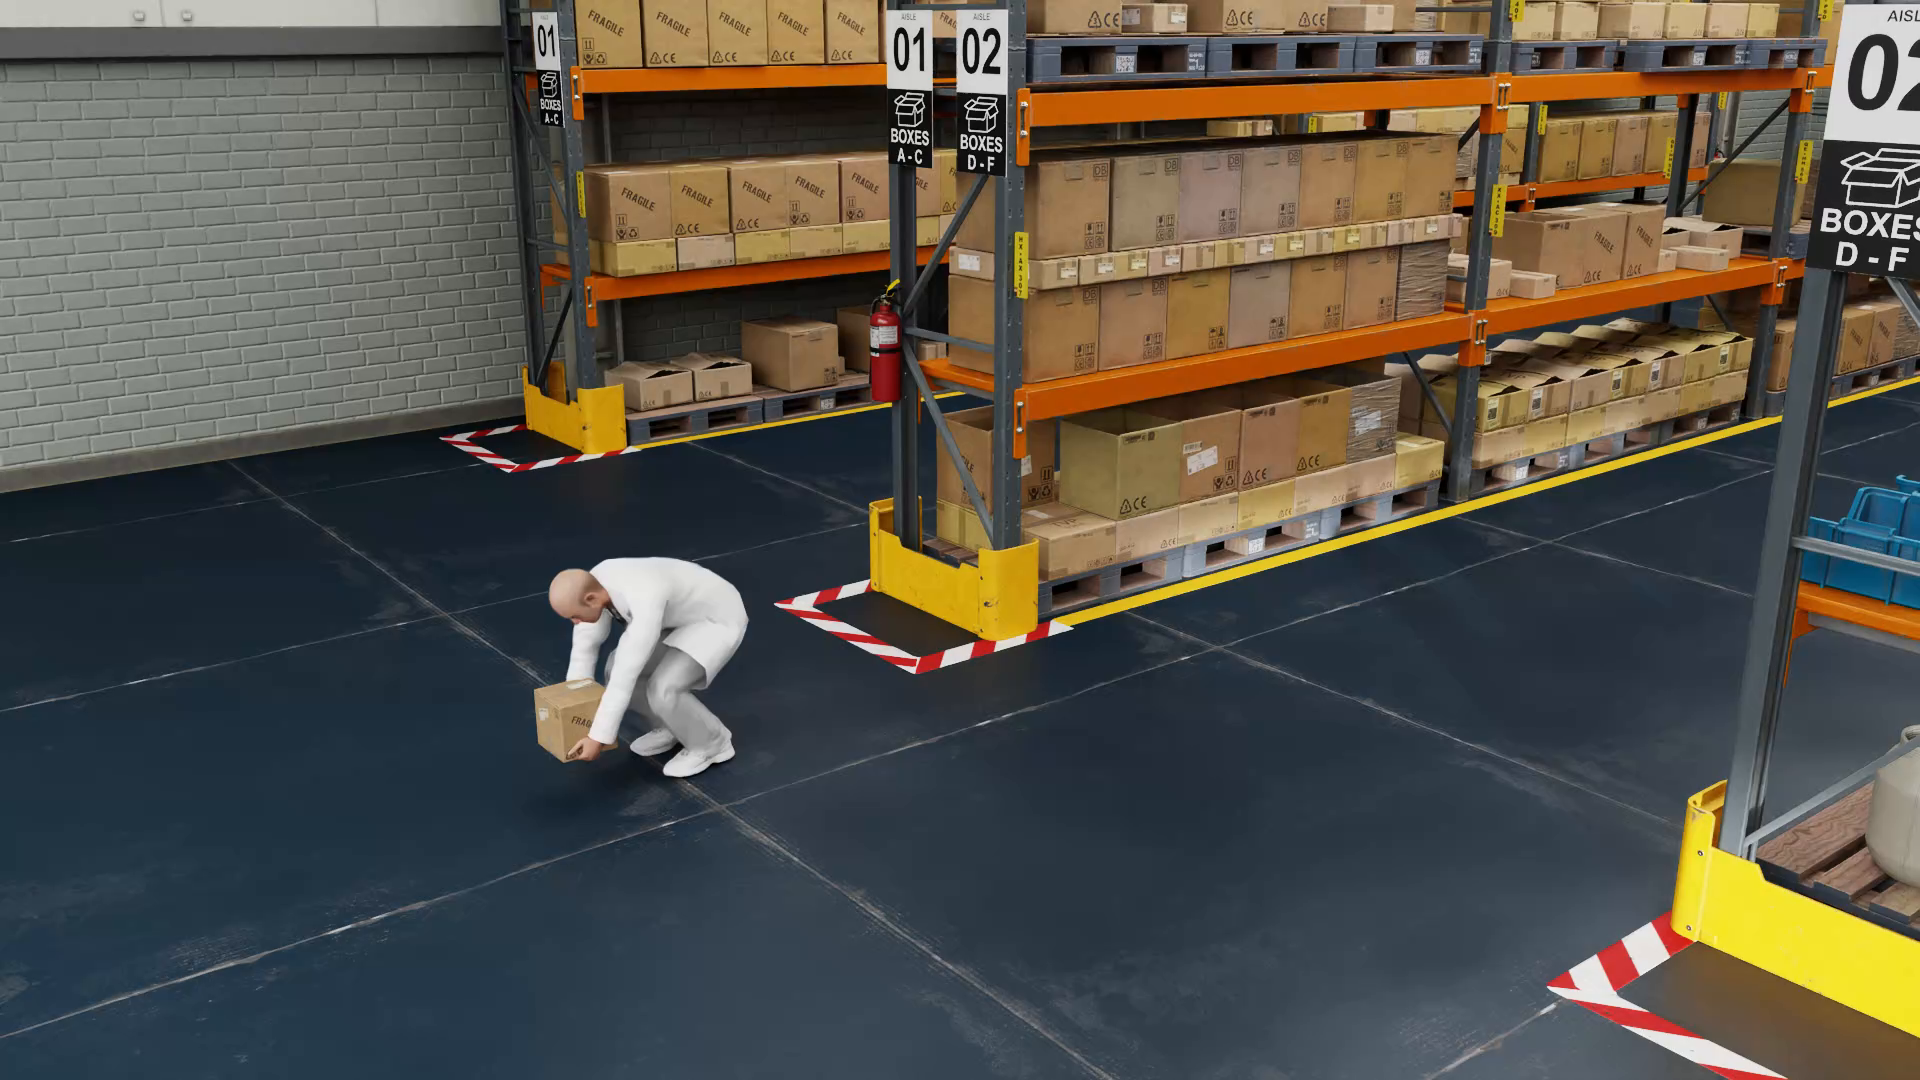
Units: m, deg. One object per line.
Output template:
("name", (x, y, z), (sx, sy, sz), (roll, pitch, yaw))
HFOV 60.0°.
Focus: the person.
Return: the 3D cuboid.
("person", (-1.350, 0.523, 7.203), (0.938, 1.004, 0.591), (-14, 22, -38))
